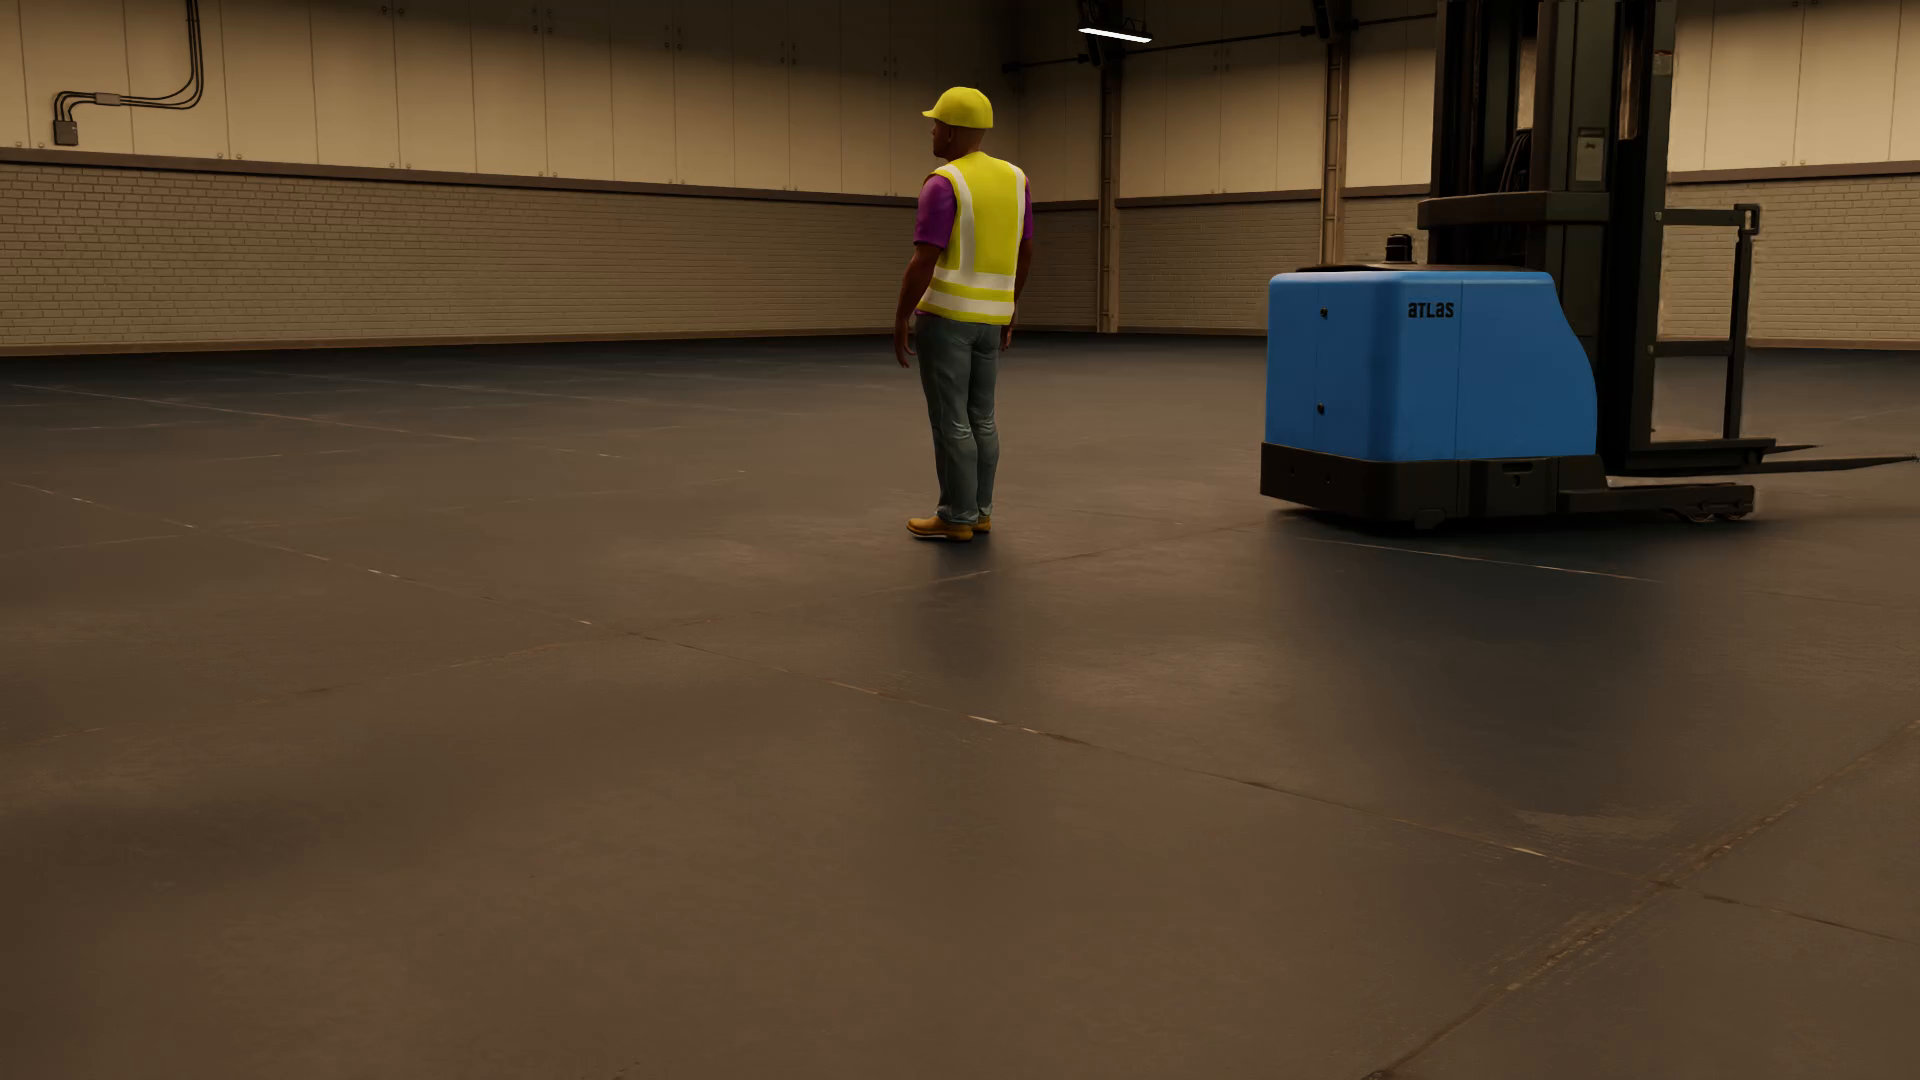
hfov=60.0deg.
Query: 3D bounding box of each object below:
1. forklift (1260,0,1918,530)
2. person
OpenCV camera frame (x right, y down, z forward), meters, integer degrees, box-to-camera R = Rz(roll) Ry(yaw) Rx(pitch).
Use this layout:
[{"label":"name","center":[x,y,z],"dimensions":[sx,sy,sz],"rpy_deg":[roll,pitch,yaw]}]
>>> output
[{"label":"forklift","center":[2.954,-1.594,7.462],"dimensions":[3.031,2.935,1.130],"rpy_deg":[-3,9,-18]},{"label":"person","center":[-0.045,-0.888,6.637],"dimensions":[0.577,1.765,0.665],"rpy_deg":[8,12,43]}]
